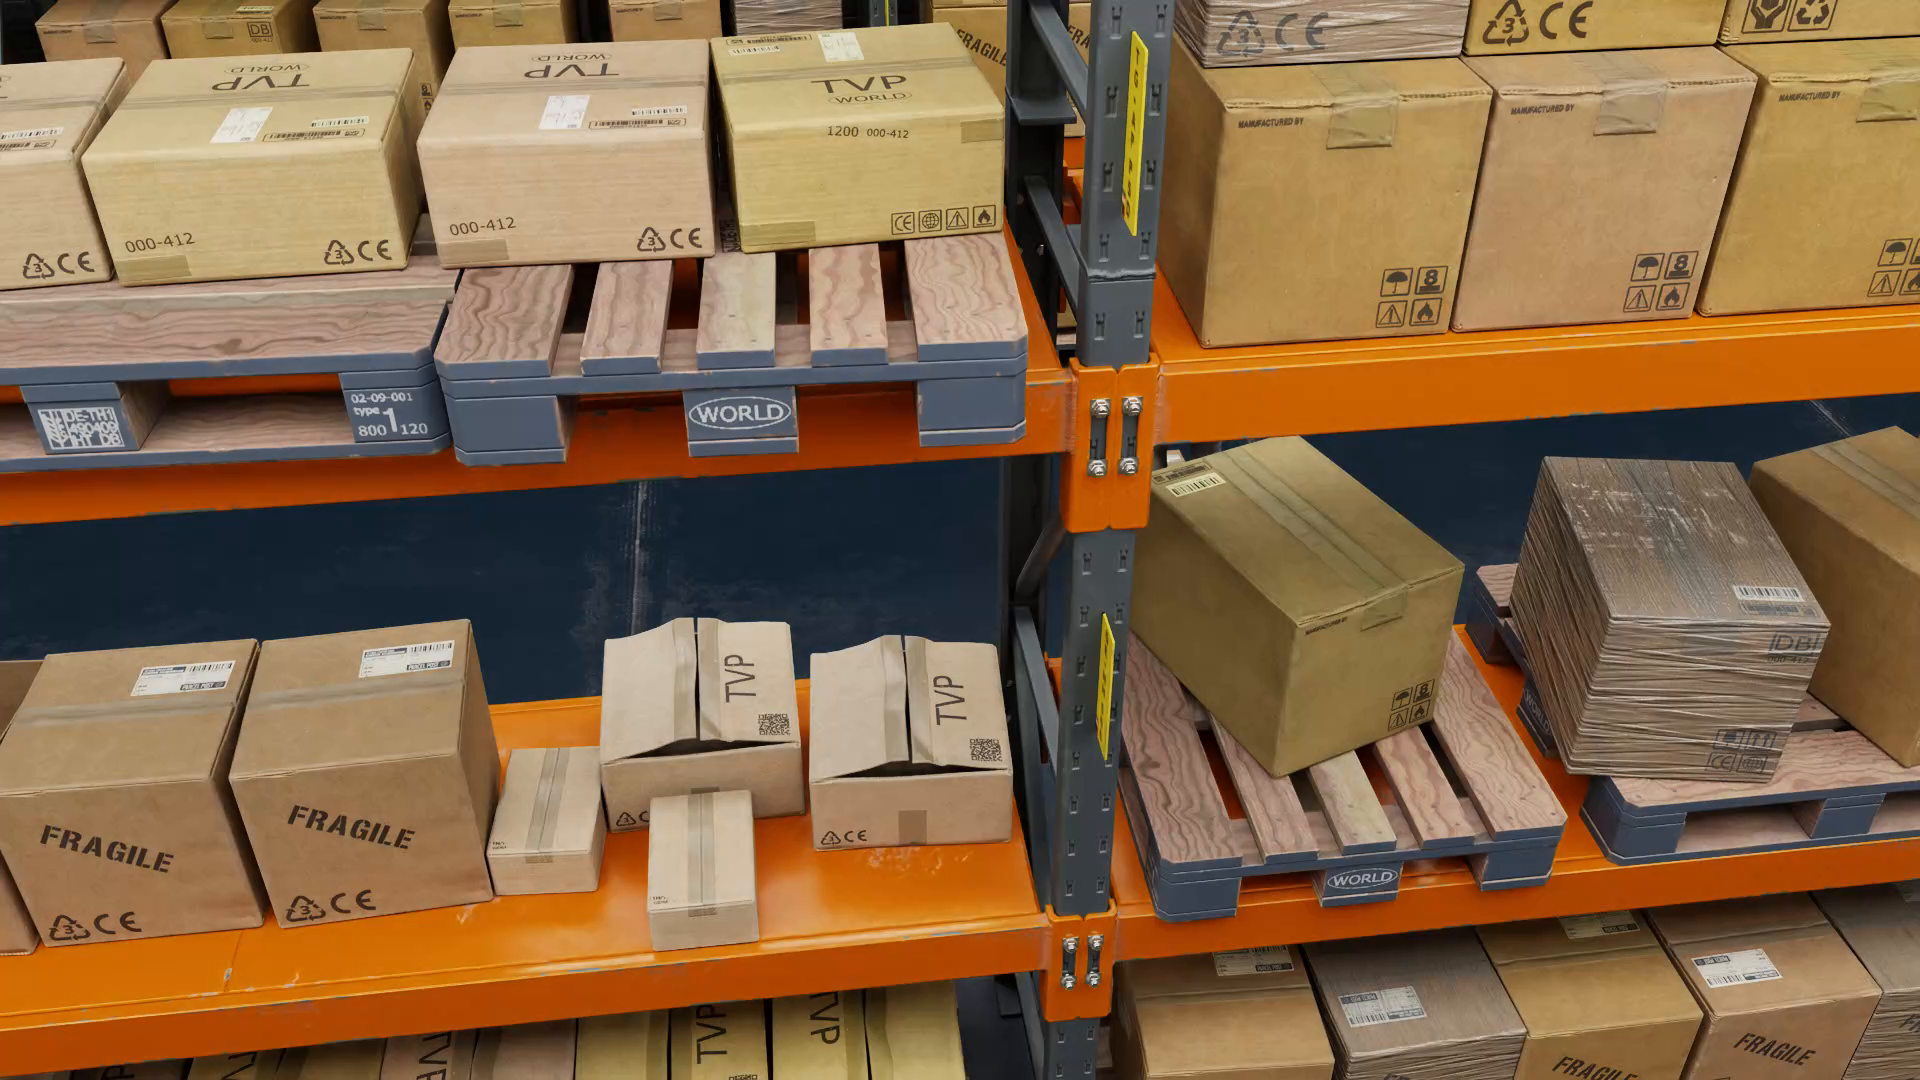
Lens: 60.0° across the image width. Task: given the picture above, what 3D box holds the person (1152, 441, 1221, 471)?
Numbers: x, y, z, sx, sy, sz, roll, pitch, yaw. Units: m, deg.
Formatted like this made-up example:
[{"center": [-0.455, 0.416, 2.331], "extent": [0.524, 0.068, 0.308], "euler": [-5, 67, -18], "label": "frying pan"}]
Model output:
[{"center": [0.959, -0.689, 7.131], "extent": [0.522, 1.657, 0.428], "euler": [-7, 36, -9], "label": "person"}]
